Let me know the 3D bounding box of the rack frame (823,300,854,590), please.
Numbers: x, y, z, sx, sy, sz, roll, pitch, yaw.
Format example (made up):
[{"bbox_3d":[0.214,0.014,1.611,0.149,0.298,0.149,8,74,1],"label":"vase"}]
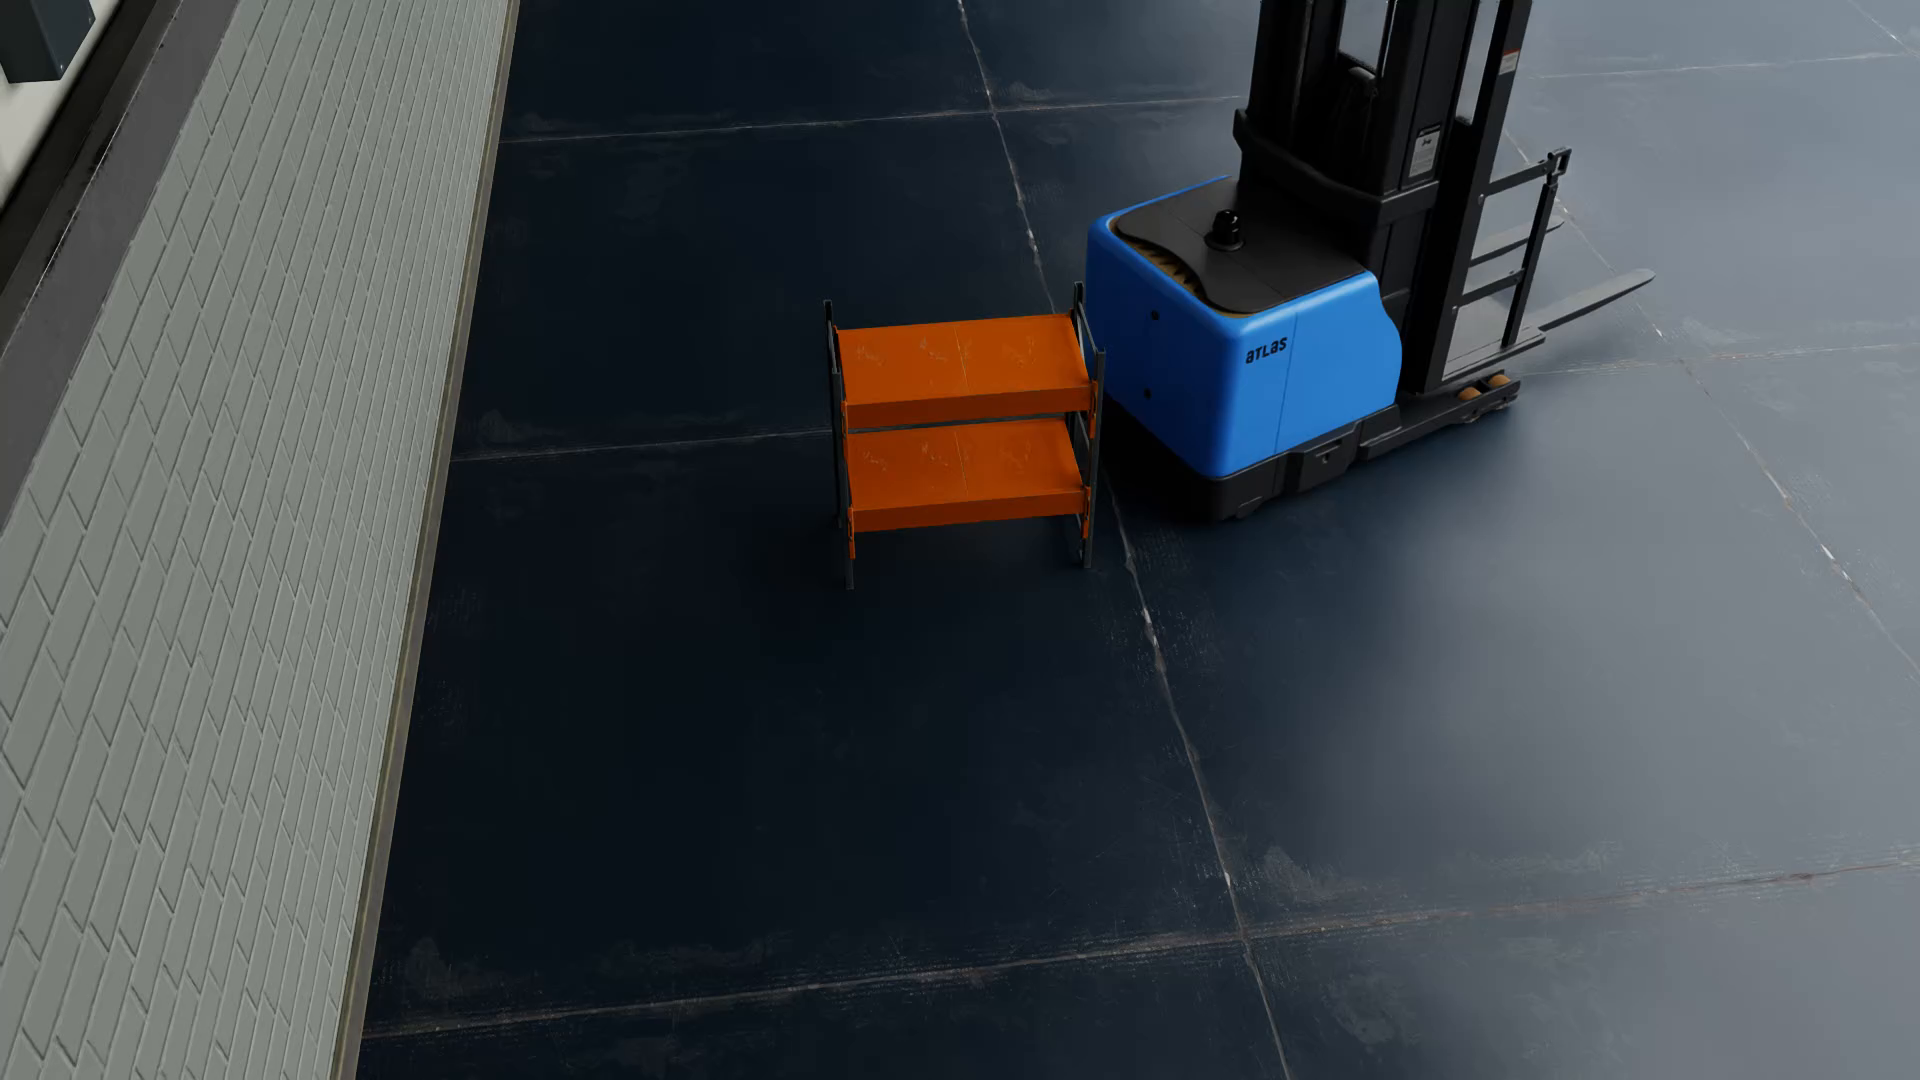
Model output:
[{"bbox_3d":[-0.497,-0.374,6.825,0.032,1.125,0.500,-5,42,-6],"label":"rack frame"}]

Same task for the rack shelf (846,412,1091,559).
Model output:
[{"bbox_3d":[0.007,-0.237,7.038,1.000,0.278,0.538,-5,42,-6],"label":"rack shelf"}]

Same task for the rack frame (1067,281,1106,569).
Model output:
[{"bbox_3d":[0.511,-0.462,6.923,0.032,1.125,0.500,-5,42,-6],"label":"rack frame"}]

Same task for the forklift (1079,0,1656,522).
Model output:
[{"bbox_3d":[2.061,-1.920,7.190,3.031,2.935,1.130,-23,47,-23],"label":"forklift"}]

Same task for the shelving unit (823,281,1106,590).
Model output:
[{"bbox_3d":[0.007,-0.418,6.874,1.048,1.125,0.538,-5,42,-6],"label":"shelving unit"}]

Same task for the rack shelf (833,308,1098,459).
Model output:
[{"bbox_3d":[0.007,-0.636,6.678,1.000,0.278,0.538,-5,42,-6],"label":"rack shelf"}]

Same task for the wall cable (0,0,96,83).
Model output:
[{"bbox_3d":[-2.114,-3.976,2.400,0.169,6.003,2.305,-5,42,-6],"label":"wall cable"}]
